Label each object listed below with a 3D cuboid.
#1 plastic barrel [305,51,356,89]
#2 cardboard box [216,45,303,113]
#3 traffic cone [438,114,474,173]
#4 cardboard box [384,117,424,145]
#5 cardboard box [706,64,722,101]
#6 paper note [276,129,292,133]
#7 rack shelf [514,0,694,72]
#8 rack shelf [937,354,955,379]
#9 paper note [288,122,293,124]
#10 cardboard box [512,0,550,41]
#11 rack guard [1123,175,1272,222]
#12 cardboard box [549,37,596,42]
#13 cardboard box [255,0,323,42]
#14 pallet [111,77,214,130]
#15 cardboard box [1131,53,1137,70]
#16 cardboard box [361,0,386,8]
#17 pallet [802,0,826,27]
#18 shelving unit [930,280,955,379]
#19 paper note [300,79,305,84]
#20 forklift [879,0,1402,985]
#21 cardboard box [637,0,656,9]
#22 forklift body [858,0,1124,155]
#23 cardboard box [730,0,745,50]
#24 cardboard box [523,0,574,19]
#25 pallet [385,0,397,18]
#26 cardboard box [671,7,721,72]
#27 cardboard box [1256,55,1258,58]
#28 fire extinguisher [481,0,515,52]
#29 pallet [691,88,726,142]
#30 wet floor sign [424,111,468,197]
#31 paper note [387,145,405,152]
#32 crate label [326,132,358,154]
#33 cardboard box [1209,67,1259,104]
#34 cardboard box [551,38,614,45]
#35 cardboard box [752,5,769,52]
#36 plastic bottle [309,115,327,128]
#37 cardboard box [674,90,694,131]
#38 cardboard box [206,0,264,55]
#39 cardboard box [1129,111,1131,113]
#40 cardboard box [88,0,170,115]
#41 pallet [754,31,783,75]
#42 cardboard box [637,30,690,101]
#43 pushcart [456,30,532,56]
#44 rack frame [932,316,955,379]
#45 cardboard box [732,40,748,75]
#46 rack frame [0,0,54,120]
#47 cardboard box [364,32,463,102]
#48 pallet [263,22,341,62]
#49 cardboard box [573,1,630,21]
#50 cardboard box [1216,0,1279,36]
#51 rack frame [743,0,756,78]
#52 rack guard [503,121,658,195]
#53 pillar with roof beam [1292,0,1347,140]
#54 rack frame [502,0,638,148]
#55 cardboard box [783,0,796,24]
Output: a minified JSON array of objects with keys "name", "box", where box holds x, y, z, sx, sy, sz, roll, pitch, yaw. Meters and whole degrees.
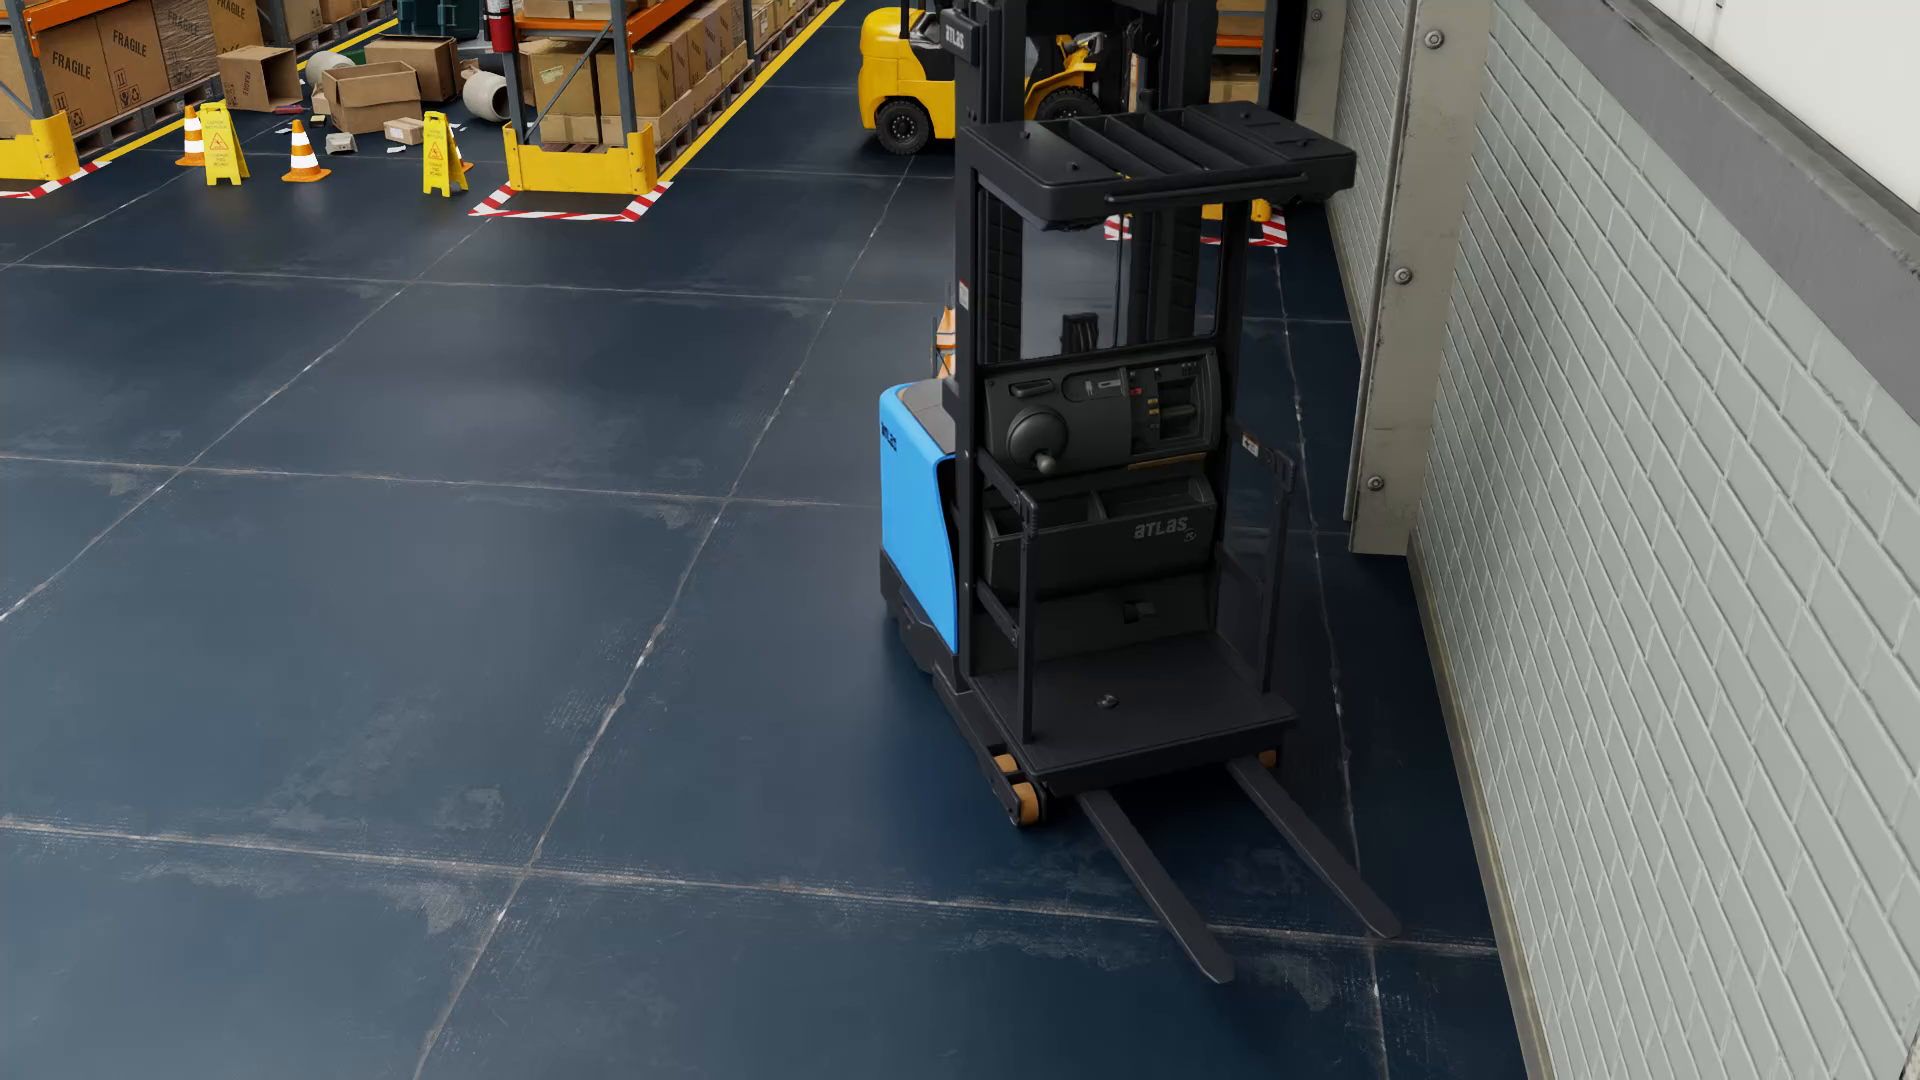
[{"name":"plastic barrel","box":[-6.139,-4.547,16.243,0.421,0.421,0.512,-24,36,-37]},{"name":"cardboard box","box":[-6.694,-4.414,15.914,0.500,0.500,0.500,8,29,15]},{"name":"traffic cone","box":[-4.315,-3.341,13.965,0.336,0.463,0.334,3,28,6]},{"name":"cardboard box","box":[-4.932,-3.660,14.887,0.380,0.149,0.250,20,34,32]},{"name":"cardboard box","box":[-2.525,-4.254,15.440,0.500,0.250,0.500,4,29,7]},{"name":"paper note","box":[-6.141,-3.733,15.149,0.144,0.017,0.142,14,31,24]},{"name":"rack shelf","box":[-2.842,-4.806,14.766,1.077,0.370,4.000,3,28,6]},{"name":"rack shelf","box":[0.020,-0.744,8.036,0.258,0.148,0.480,3,28,6]},{"name":"paper note","box":[-6.179,-3.877,15.437,0.032,0.001,0.123,20,34,32]},{"name":"cardboard box","box":[-4.368,-5.386,16.922,0.500,0.500,0.500,3,28,6]},{"name":"rack guard","box":[1.836,-2.782,12.888,1.175,0.500,0.348,3,28,6]},{"name":"cardboard box","box":[-3.270,-4.340,14.125,0.380,0.149,0.250,4,29,8]},{"name":"cardboard box","box":[-7.536,-5.796,17.775,1.050,0.750,0.750,3,28,6]},{"name":"pallet","box":[-7.840,-4.147,15.725,1.003,0.211,1.213,3,28,6]},{"name":"cardboard box","box":[1.643,-3.784,13.514,0.500,0.250,0.500,4,29,7]},{"name":"cardboard box","box":[-7.300,-6.688,19.431,1.050,0.750,0.750,4,29,7]},{"name":"pallet","box":[-2.204,-6.351,19.817,1.003,0.211,1.213,3,28,6]},{"name":"shelving unit","box":[0.020,-0.606,8.110,0.258,1.200,0.503,3,28,6]},{"name":"paper note","box":[-6.706,-4.628,16.808,0.147,0.020,0.142,-17,33,-29]},{"name":"forklift","box":[0.610,-0.434,5.966,1.130,2.935,3.031,-10,30,-17]},{"name":"cardboard box","box":[-2.711,-4.458,13.627,0.380,0.149,0.250,2,28,5]},{"name":"forklift body","box":[0.261,-4.519,14.371,2.313,2.155,1.214,3,28,6]},{"name":"cardboard box","box":[-2.404,-5.074,16.172,0.500,0.500,0.500,3,28,5]},{"name":"cardboard box","box":[-3.254,-4.259,13.257,0.380,0.149,0.250,4,29,8]},{"name":"pallet","box":[-7.204,-6.592,20.264,1.003,0.211,1.213,3,28,6]},{"name":"cardboard box","box":[-2.525,-4.594,15.281,0.500,0.500,0.500,5,29,9]},{"name":"cardboard box","box":[2.216,-3.994,13.903,0.500,0.250,0.500,3,28,6]},{"name":"fire extinguisher","box":[-3.559,-4.120,12.816,0.296,0.674,0.183,3,28,6]},{"name":"pallet","box":[-2.792,-3.942,15.345,1.003,0.211,1.213,3,28,6]},{"name":"wet floor sign","box":[-4.173,-3.117,13.356,0.267,0.644,0.232,14,31,24]},{"name":"paper note","box":[-4.947,-3.434,14.593,0.148,0.019,0.142,-6,29,-11]},{"name":"crate label","box":[-5.424,-3.476,14.558,0.250,0.136,0.298,-11,30,-20]},{"name":"cardboard box","box":[2.086,-3.524,13.031,0.500,0.250,0.500,3,28,5]},{"name":"cardboard box","box":[-3.188,-4.124,14.407,0.500,0.500,0.500,4,29,8]},{"name":"cardboard box","box":[-2.536,-5.339,17.325,0.950,0.372,0.625,4,29,7]},{"name":"plastic bottle","box":[-5.940,-3.883,15.392,0.133,0.061,0.283,-6,29,-11]},{"name":"cardboard box","box":[-2.644,-3.759,14.521,0.500,0.250,0.500,4,29,8]},{"name":"cardboard box","box":[-7.669,-5.261,16.651,0.875,0.875,0.875,4,29,7]},{"name":"cardboard box","box":[1.589,-3.336,13.209,0.500,0.250,0.500,3,28,6]},{"name":"cardboard box","box":[-7.889,-4.408,15.067,0.875,0.875,0.875,3,28,5]},{"name":"pallet","box":[-2.503,-5.203,17.685,1.003,0.211,1.213,3,28,6]},{"name":"cardboard box","box":[-2.652,-4.107,14.376,0.500,0.500,0.500,2,28,4]},{"name":"pushcart","box":[-4.866,-5.018,17.167,1.648,0.377,0.936,-6,29,-11]},{"name":"rack frame","box":[-0.010,-0.491,7.897,0.240,1.200,0.015,3,28,6]},{"name":"cardboard box","box":[-2.403,-4.744,16.350,0.500,0.250,0.500,5,29,9]},{"name":"rack frame","box":[-8.013,-4.421,13.294,1.000,3.000,0.127,3,28,6]},{"name":"cardboard box","box":[-5.279,-4.556,16.034,0.797,0.637,0.503,3,28,6]},{"name":"pallet","box":[-7.503,-5.444,18.132,1.003,0.211,1.213,3,28,6]},{"name":"cardboard box","box":[-2.840,-4.218,13.182,0.380,0.149,0.250,3,29,6]},{"name":"cardboard box","box":[2.176,-4.155,12.695,0.500,0.500,0.500,4,29,8]},{"name":"rack frame","box":[-2.597,-6.064,16.343,1.000,3.000,0.127,3,28,6]},{"name":"rack guard","box":[-3.078,-3.116,13.507,1.175,0.500,0.348,3,28,6]},{"name":"pillar with roof beam","box":[-1.453,-7.061,11.868,9.100,9.000,0.400,3,28,6]},{"name":"rack frame","box":[-3.087,-4.181,12.848,1.000,3.000,0.127,3,28,6]},{"name":"cardboard box","box":[-2.367,-6.005,18.561,0.950,0.372,0.625,4,29,8]}]
